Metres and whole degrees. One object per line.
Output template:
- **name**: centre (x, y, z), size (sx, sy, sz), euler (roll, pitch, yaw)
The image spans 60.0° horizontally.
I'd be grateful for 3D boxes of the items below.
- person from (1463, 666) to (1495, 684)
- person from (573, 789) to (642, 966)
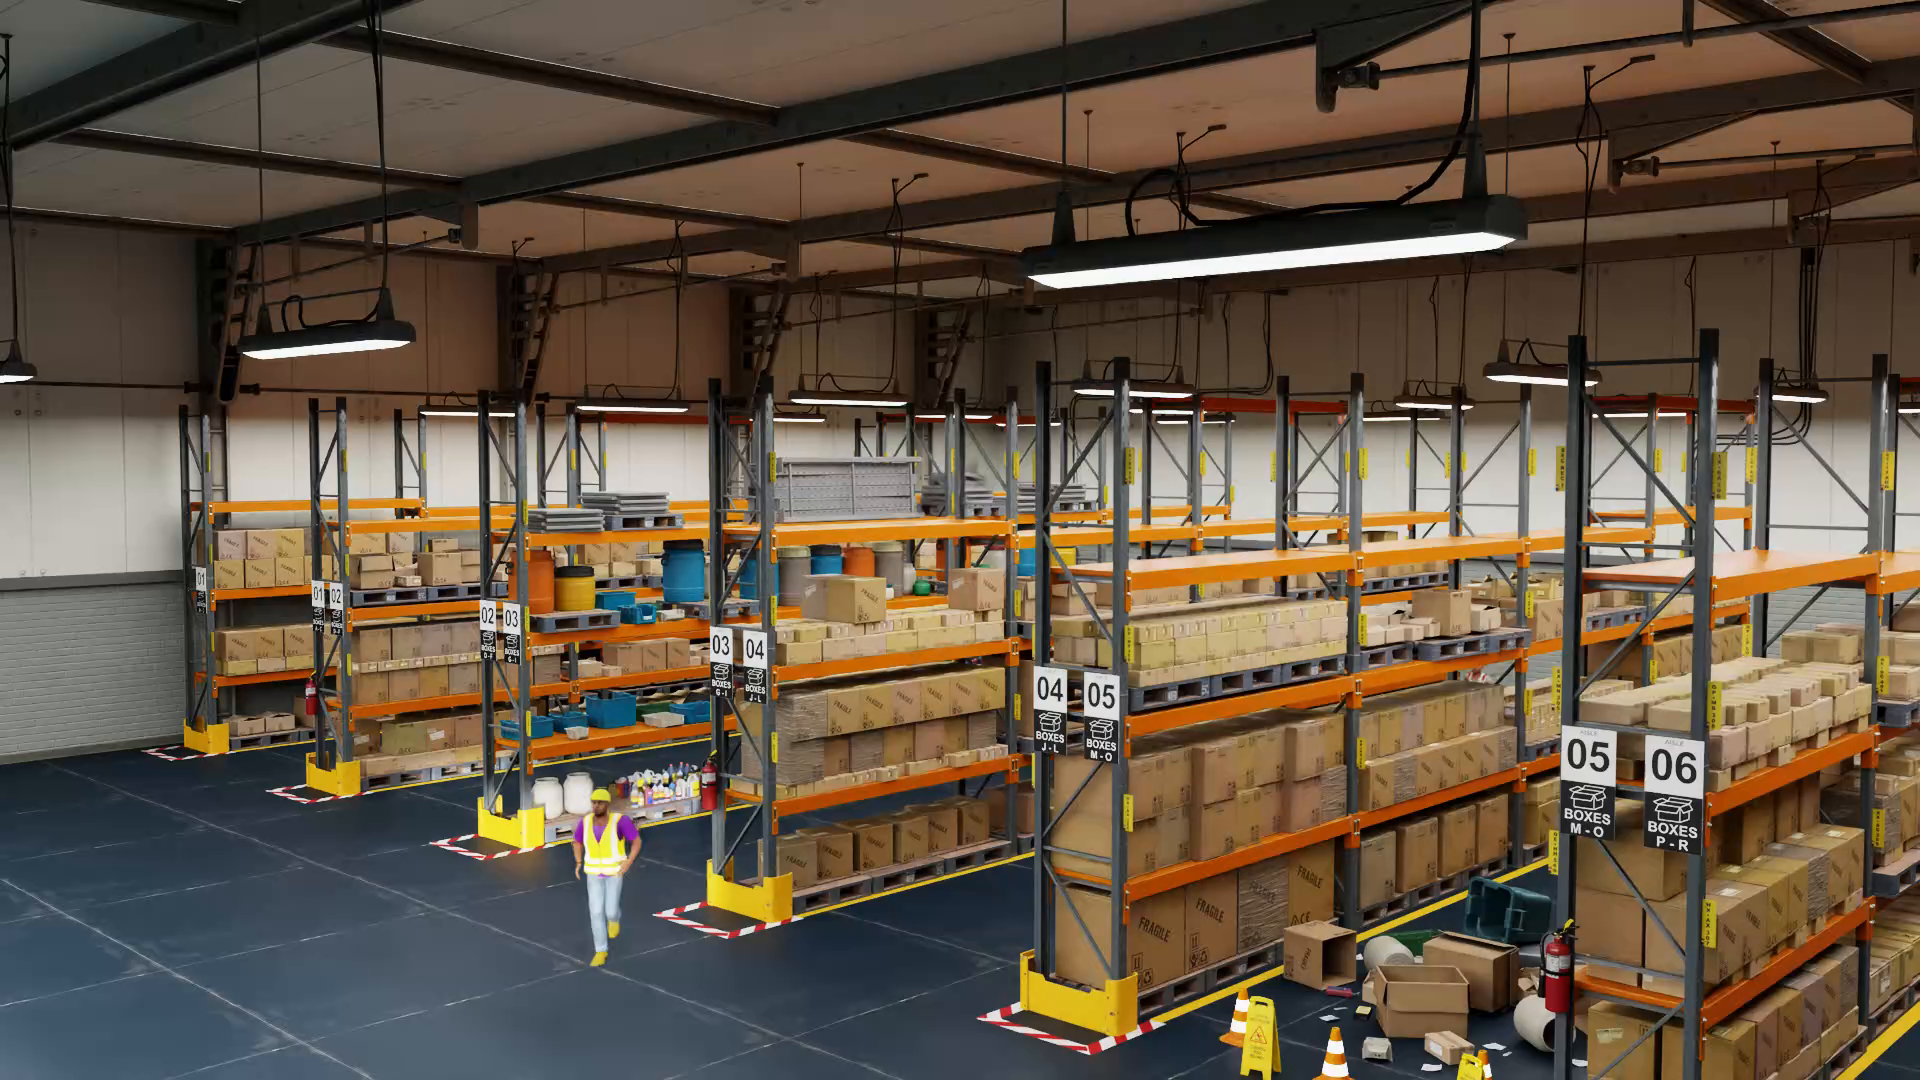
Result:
- **person**: centre (8.648, 2.823, 27.695), size (0.631, 1.780, 0.955), euler (3, 4, 40)
- **person**: centre (-3.611, 3.401, 17.046), size (0.706, 1.768, 0.734), euler (0, 3, 3)
